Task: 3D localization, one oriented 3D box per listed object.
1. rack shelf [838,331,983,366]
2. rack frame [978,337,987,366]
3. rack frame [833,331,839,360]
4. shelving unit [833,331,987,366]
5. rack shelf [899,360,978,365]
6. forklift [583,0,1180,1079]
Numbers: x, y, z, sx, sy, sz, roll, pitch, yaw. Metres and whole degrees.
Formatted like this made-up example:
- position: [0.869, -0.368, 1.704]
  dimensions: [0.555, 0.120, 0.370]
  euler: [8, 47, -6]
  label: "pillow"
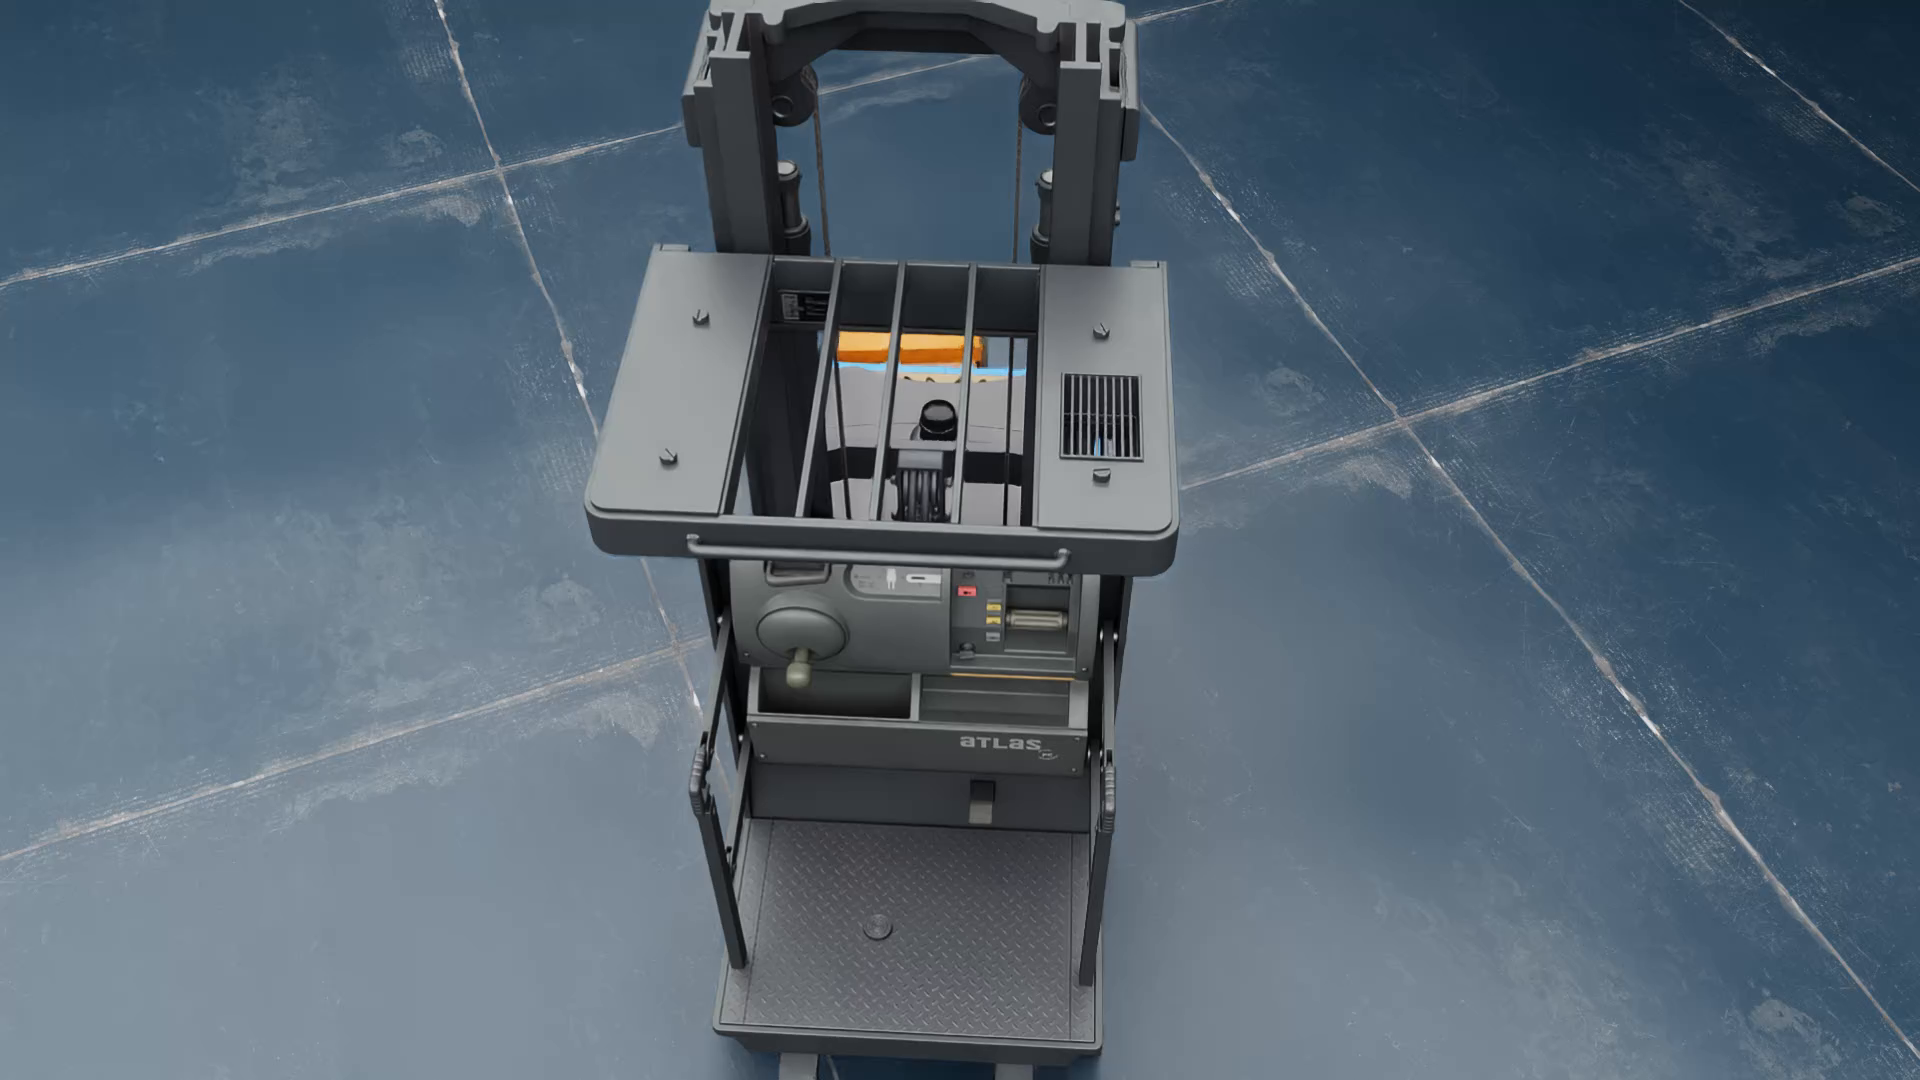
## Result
- position: [-0.169, -0.673, 5.519]
  dimensions: [0.480, 0.148, 0.258]
  euler: [-2, 49, -2]
  label: "rack shelf"
- position: [0.075, -0.424, 5.824]
  dimensions: [0.015, 1.200, 0.240]
  euler: [-2, 49, -2]
  label: "rack frame"
- position: [-0.413, -0.409, 5.811]
  dimensions: [0.015, 1.200, 0.240]
  euler: [-2, 49, -2]
  label: "rack frame"
- position: [-0.169, -0.417, 5.817]
  dimensions: [0.503, 1.200, 0.258]
  euler: [-2, 49, -2]
  label: "shelving unit"
- position: [-0.169, -0.519, 5.698]
  dimensions: [0.480, 0.148, 0.258]
  euler: [-2, 49, -2]
  label: "rack shelf"
- position: [-0.124, 0.298, 4.062]
  dimensions: [1.130, 2.935, 3.031]
  euler: [2, 49, 2]
  label: "forklift"
